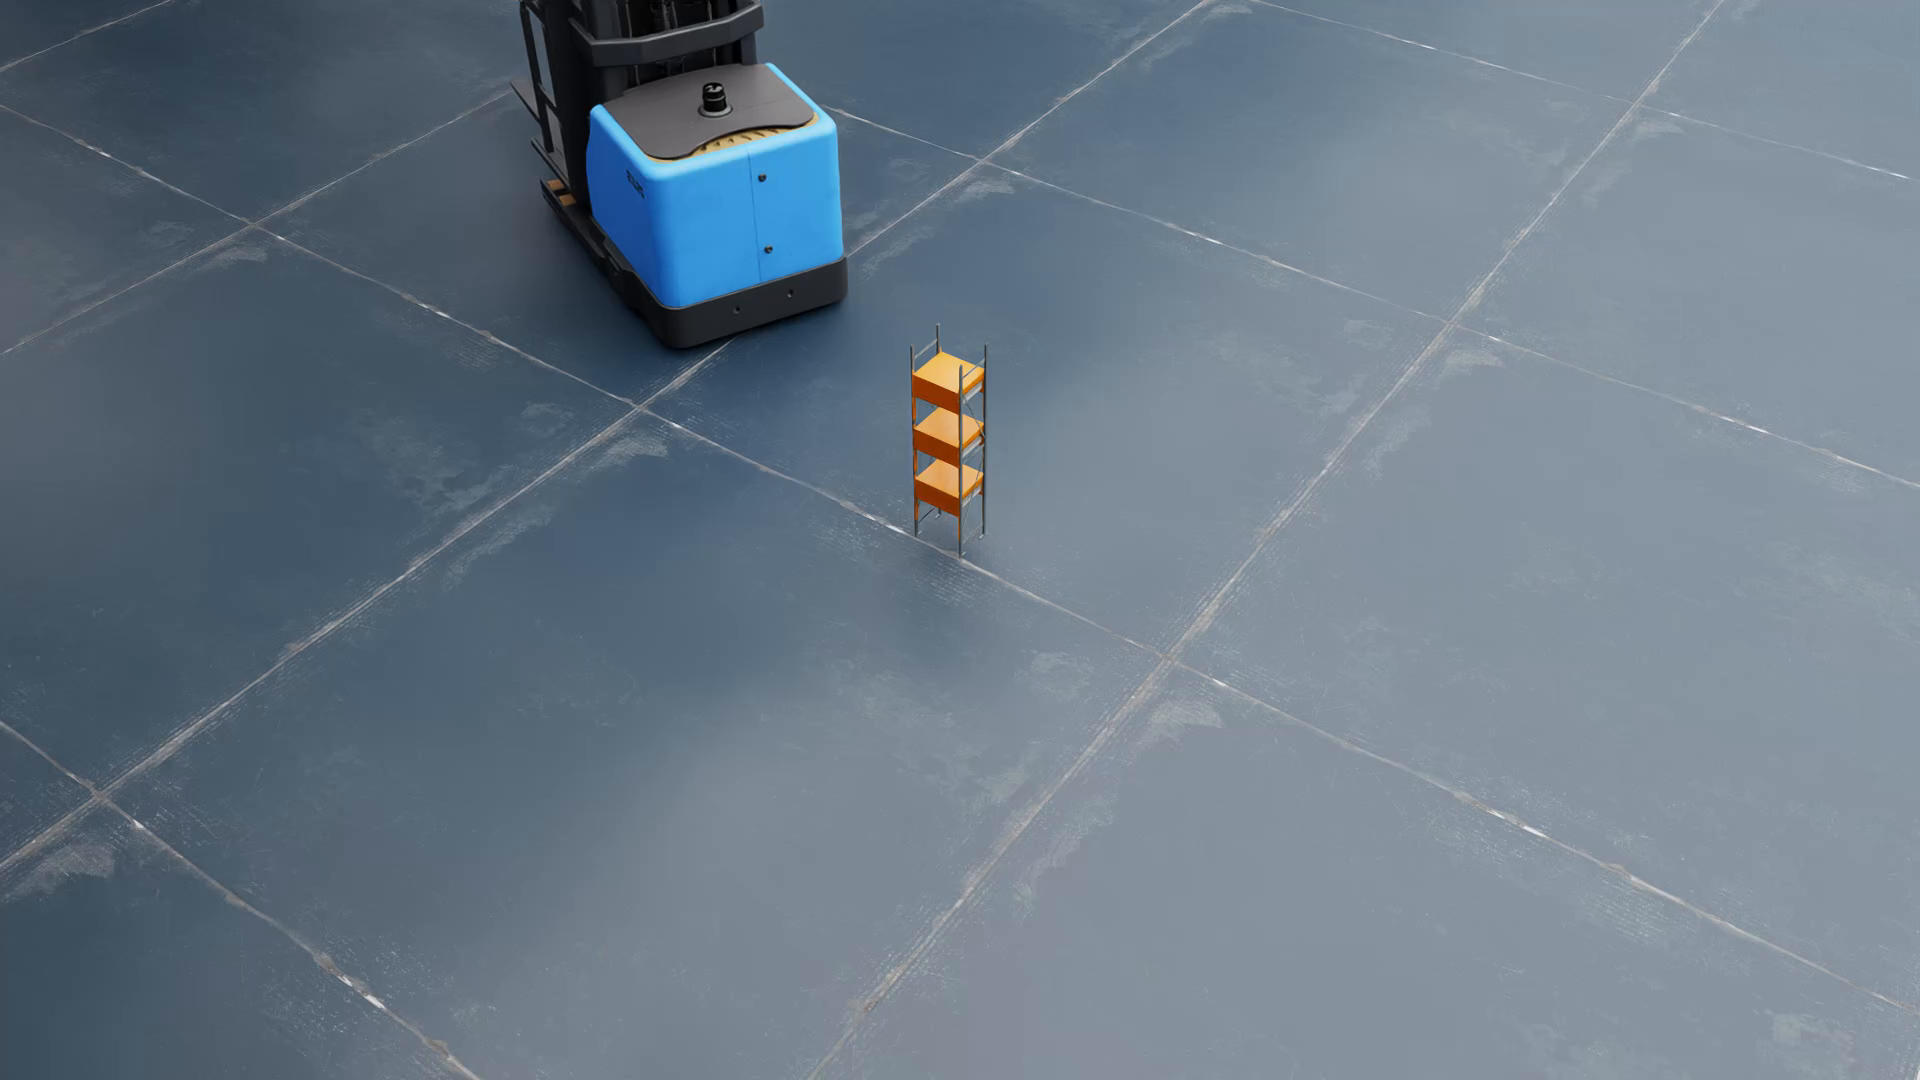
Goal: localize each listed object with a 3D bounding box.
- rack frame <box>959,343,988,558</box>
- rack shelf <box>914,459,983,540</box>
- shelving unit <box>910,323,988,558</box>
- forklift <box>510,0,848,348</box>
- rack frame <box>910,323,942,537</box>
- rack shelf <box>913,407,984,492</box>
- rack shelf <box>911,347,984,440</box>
[{"bbox_3d":[0.056,-0.365,7.119,0.008,1.050,0.200,25,48,25],"label":"rack frame"},{"bbox_3d":[-0.044,-0.197,7.364,0.240,0.259,0.215,25,48,25],"label":"rack shelf"},{"bbox_3d":[-0.044,-0.412,7.171,0.252,1.050,0.215,25,48,25],"label":"shelving unit"},{"bbox_3d":[-1.765,-3.041,8.699,1.130,2.935,3.031,-21,46,-22],"label":"forklift"},{"bbox_3d":[-0.144,-0.458,7.223,0.008,1.050,0.200,25,48,25],"label":"rack frame"},{"bbox_3d":[-0.044,-0.404,7.178,0.240,0.259,0.215,25,48,25],"label":"rack shelf"},{"bbox_3d":[-0.044,-0.615,6.989,0.240,0.259,0.215,25,48,25],"label":"rack shelf"}]
